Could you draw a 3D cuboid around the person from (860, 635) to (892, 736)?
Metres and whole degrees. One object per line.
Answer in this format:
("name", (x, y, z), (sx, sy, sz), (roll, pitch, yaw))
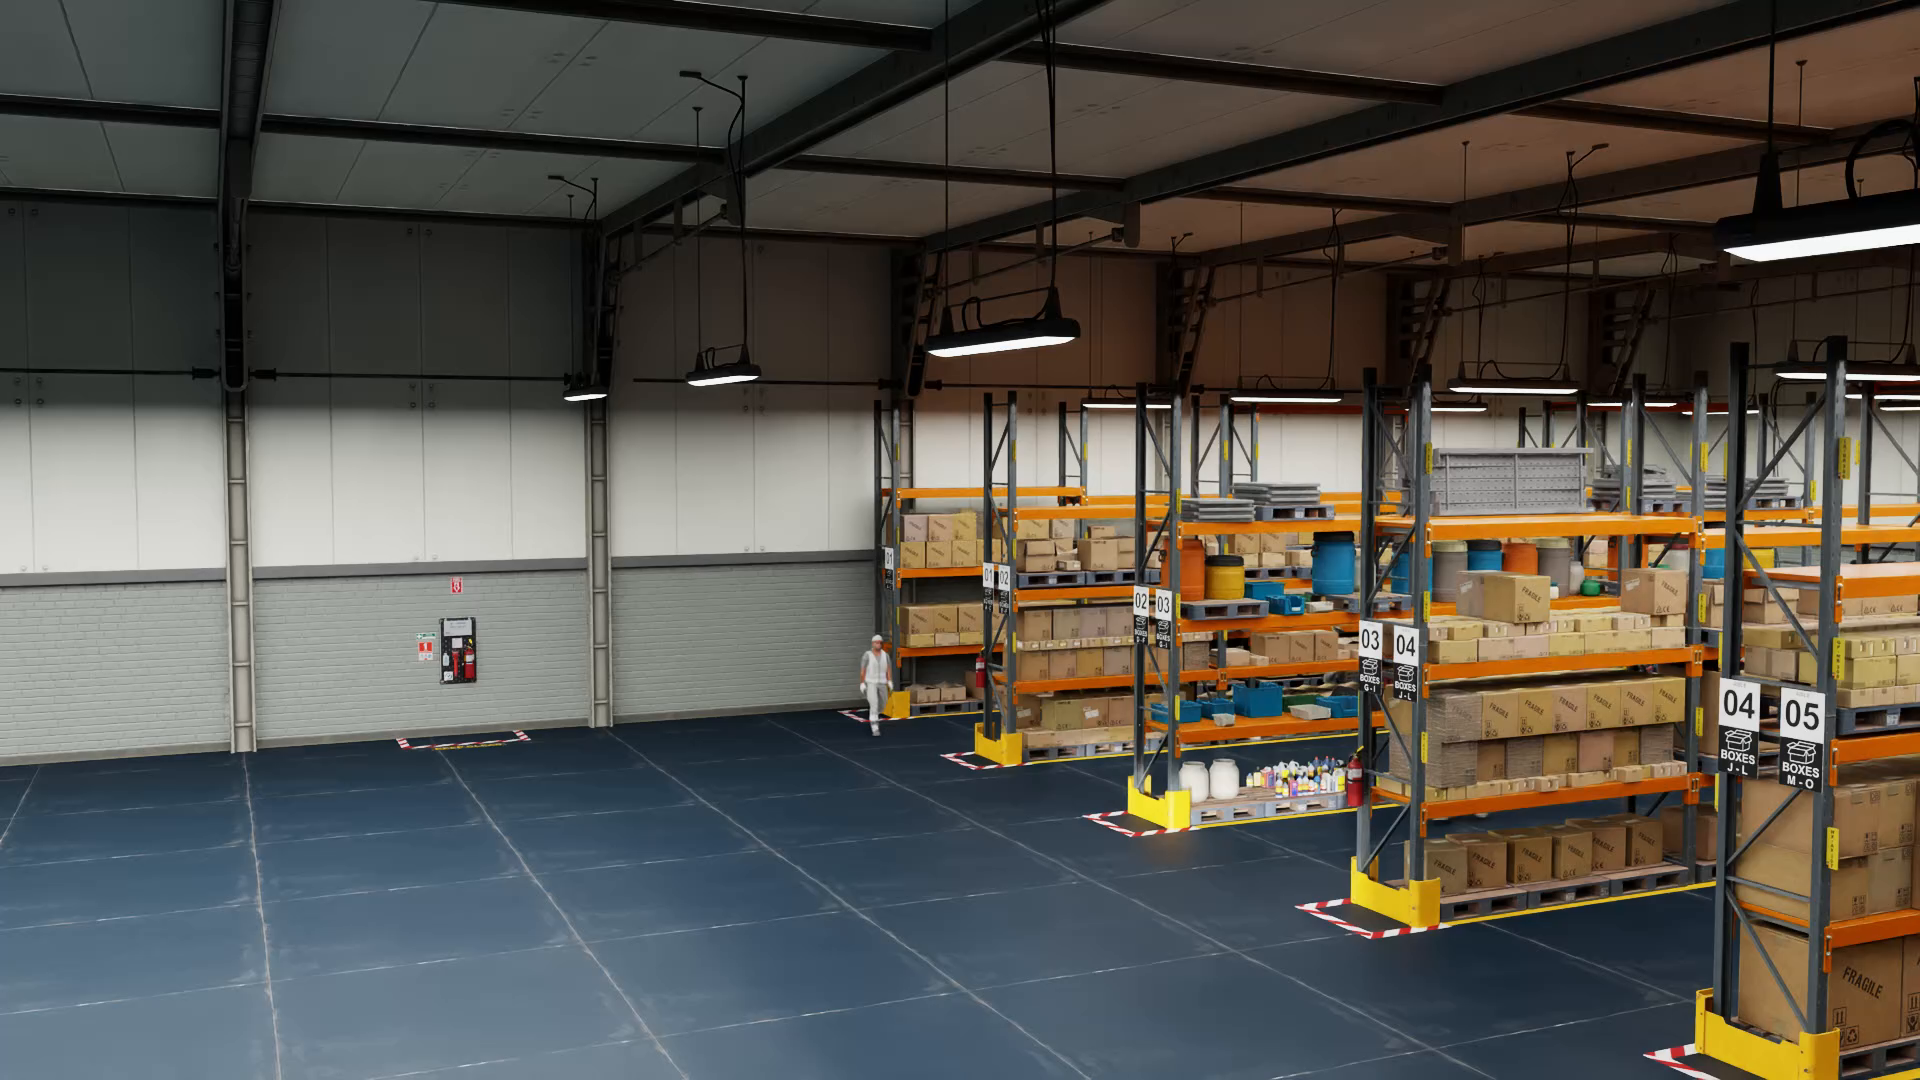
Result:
("person", (-1.502, 2.562, 29.683), (0.542, 1.751, 0.994), (-2, 4, -28))

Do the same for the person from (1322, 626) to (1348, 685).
("person", (7.242, 2.459, 32.114), (1.034, 1.624, 0.507), (-2, 4, -27))

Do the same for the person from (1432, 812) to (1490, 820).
("person", (6.902, 2.947, 22.708), (0.852, 1.723, 0.571), (-2, 4, -33))
